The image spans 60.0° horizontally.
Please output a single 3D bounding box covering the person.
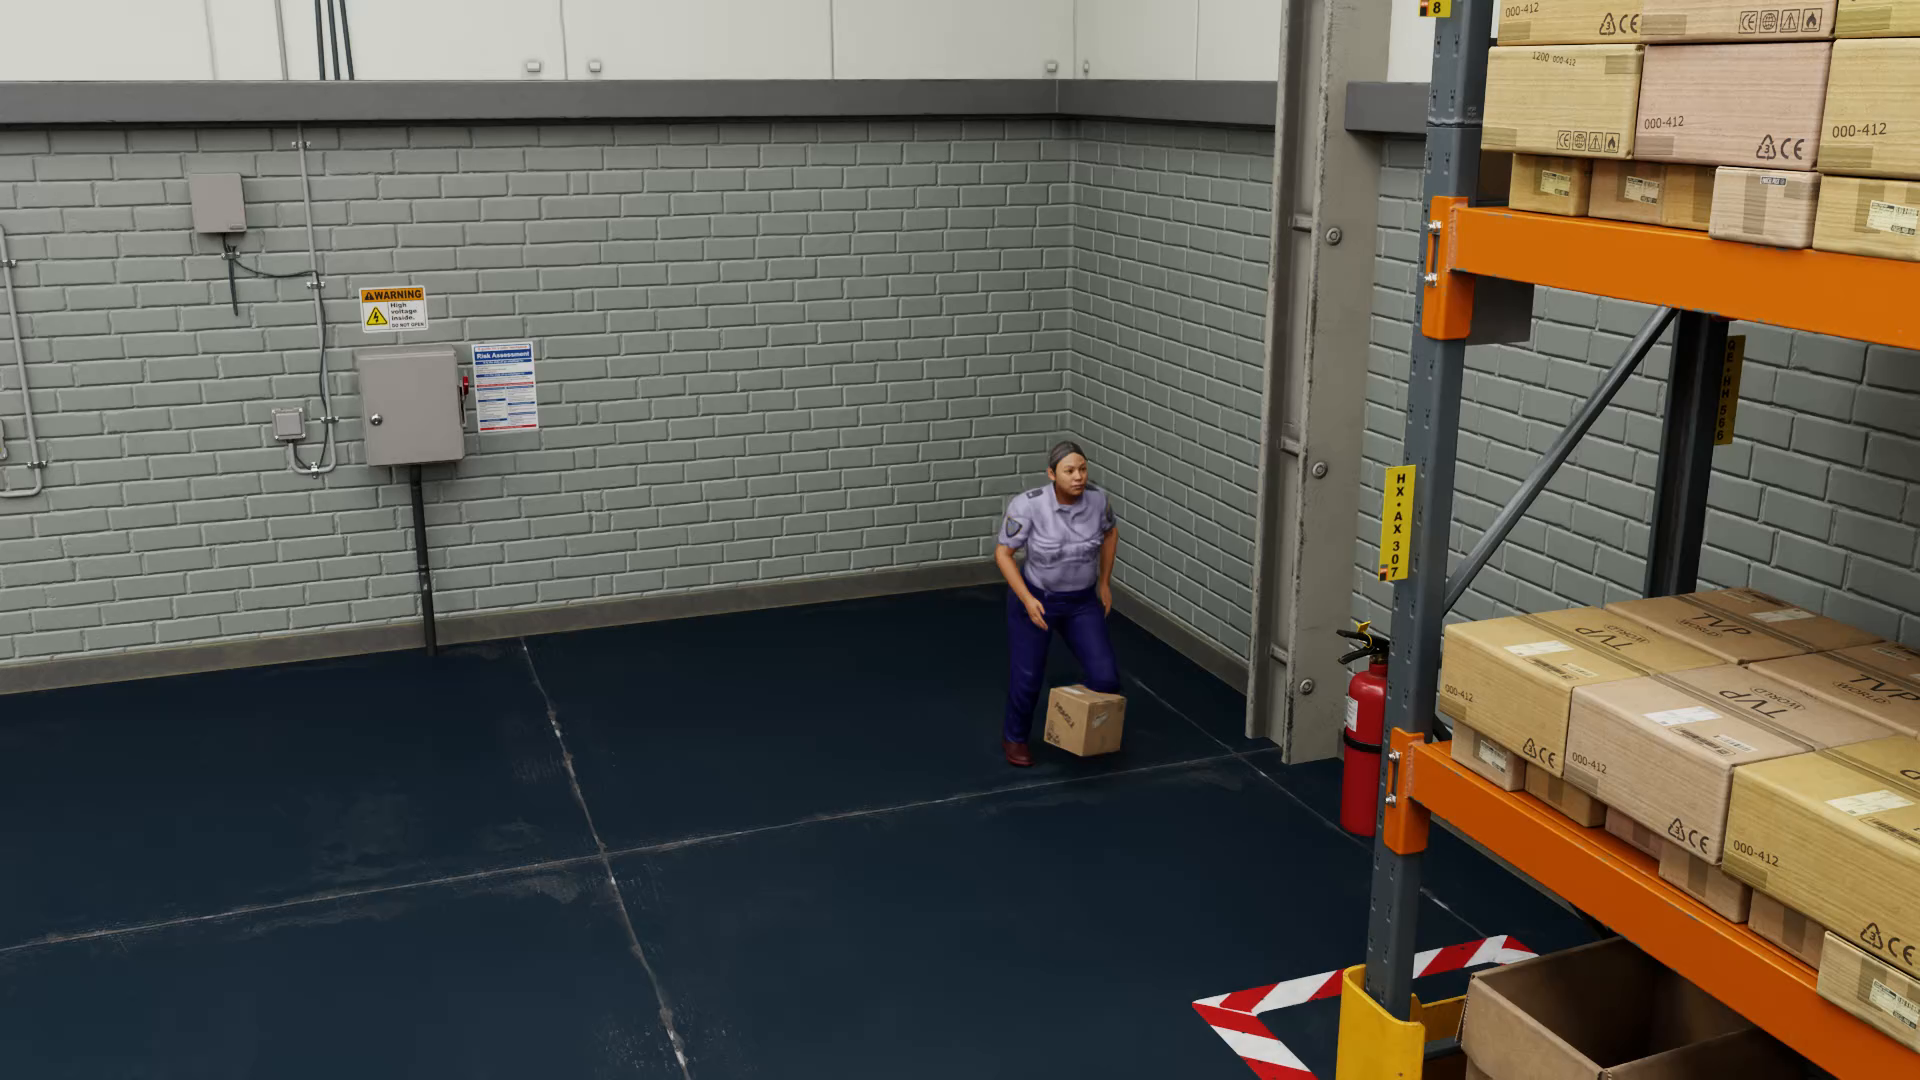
[{"bbox_3d":[0.449,0.304,7.619,0.623,1.571,0.585,-5,16,-16],"label":"person"}]
